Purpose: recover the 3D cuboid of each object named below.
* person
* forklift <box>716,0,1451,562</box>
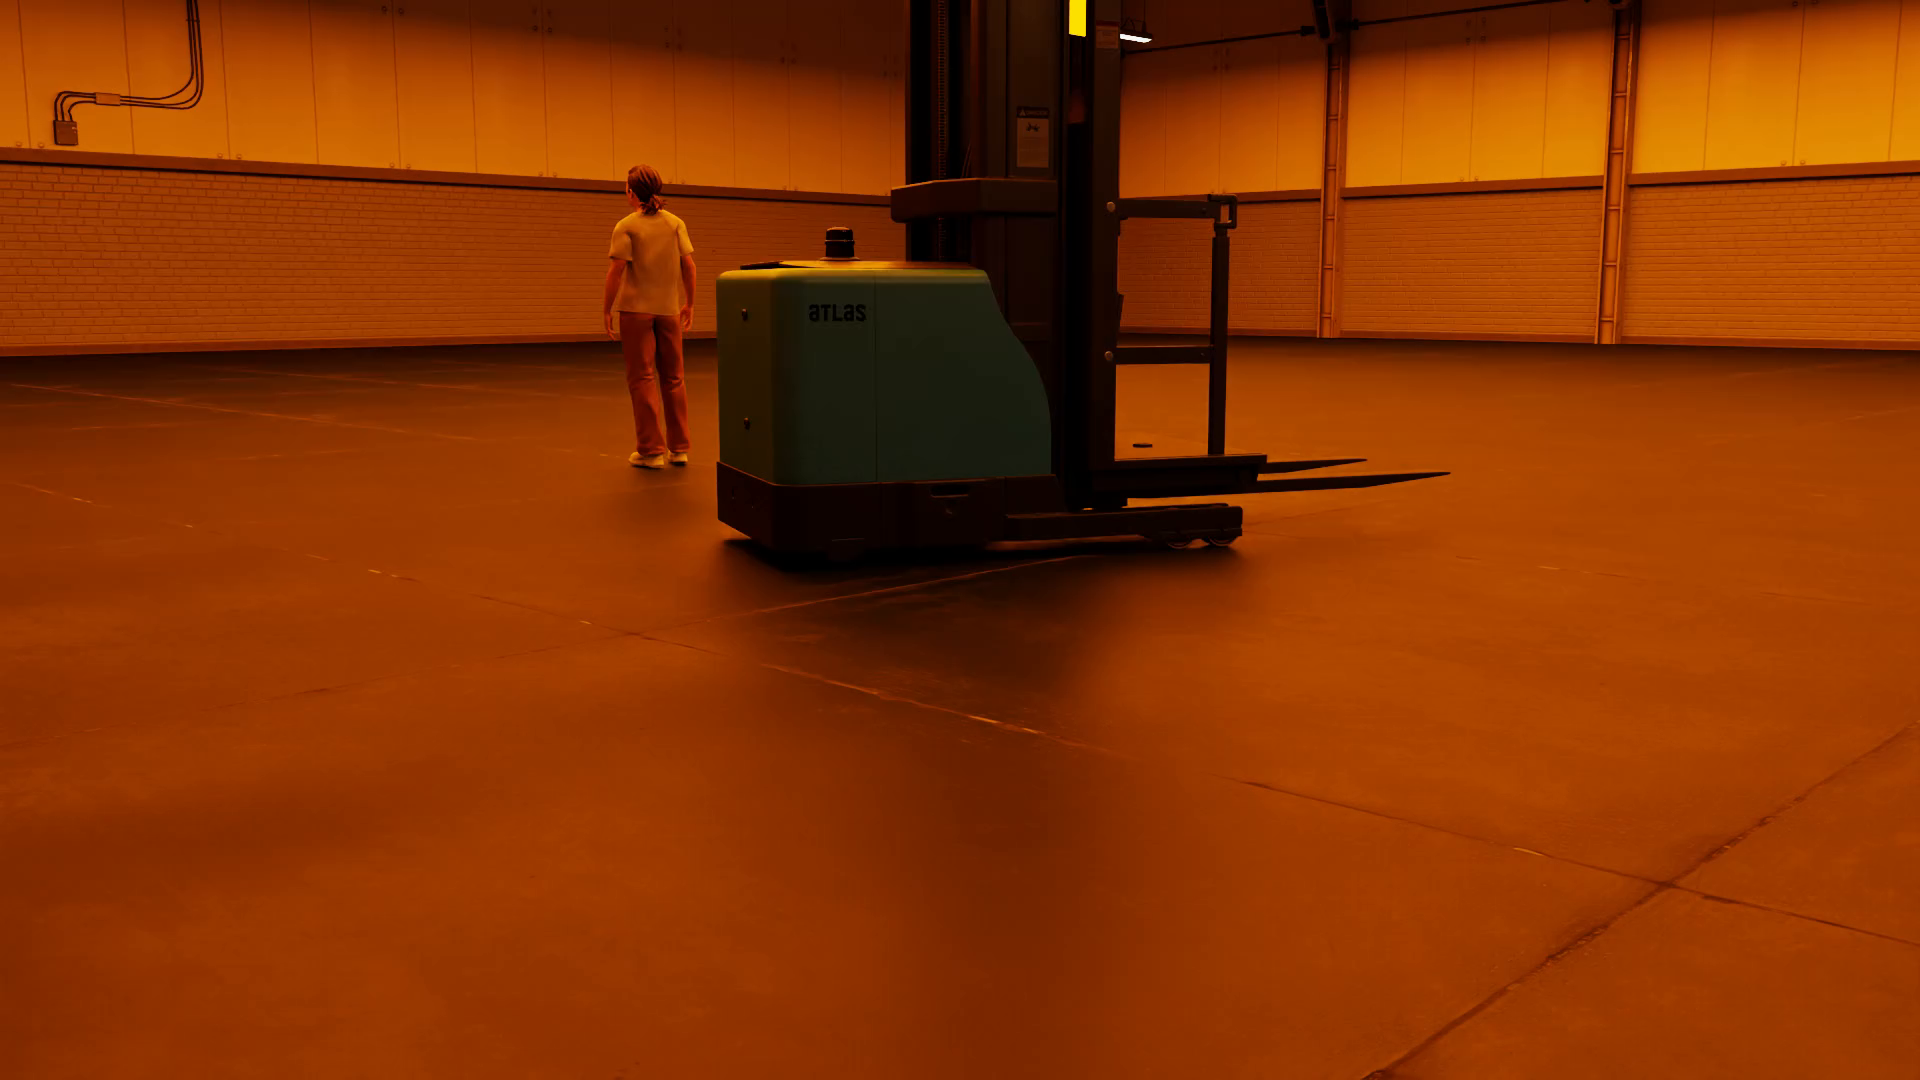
[{"bbox_3d":[-1.763,-1.254,9.367,0.553,1.674,0.548,-5,10,-30],"label":"person"},{"bbox_3d":[0.579,-1.483,6.723,3.031,2.935,1.130,-3,9,-21],"label":"forklift"}]
